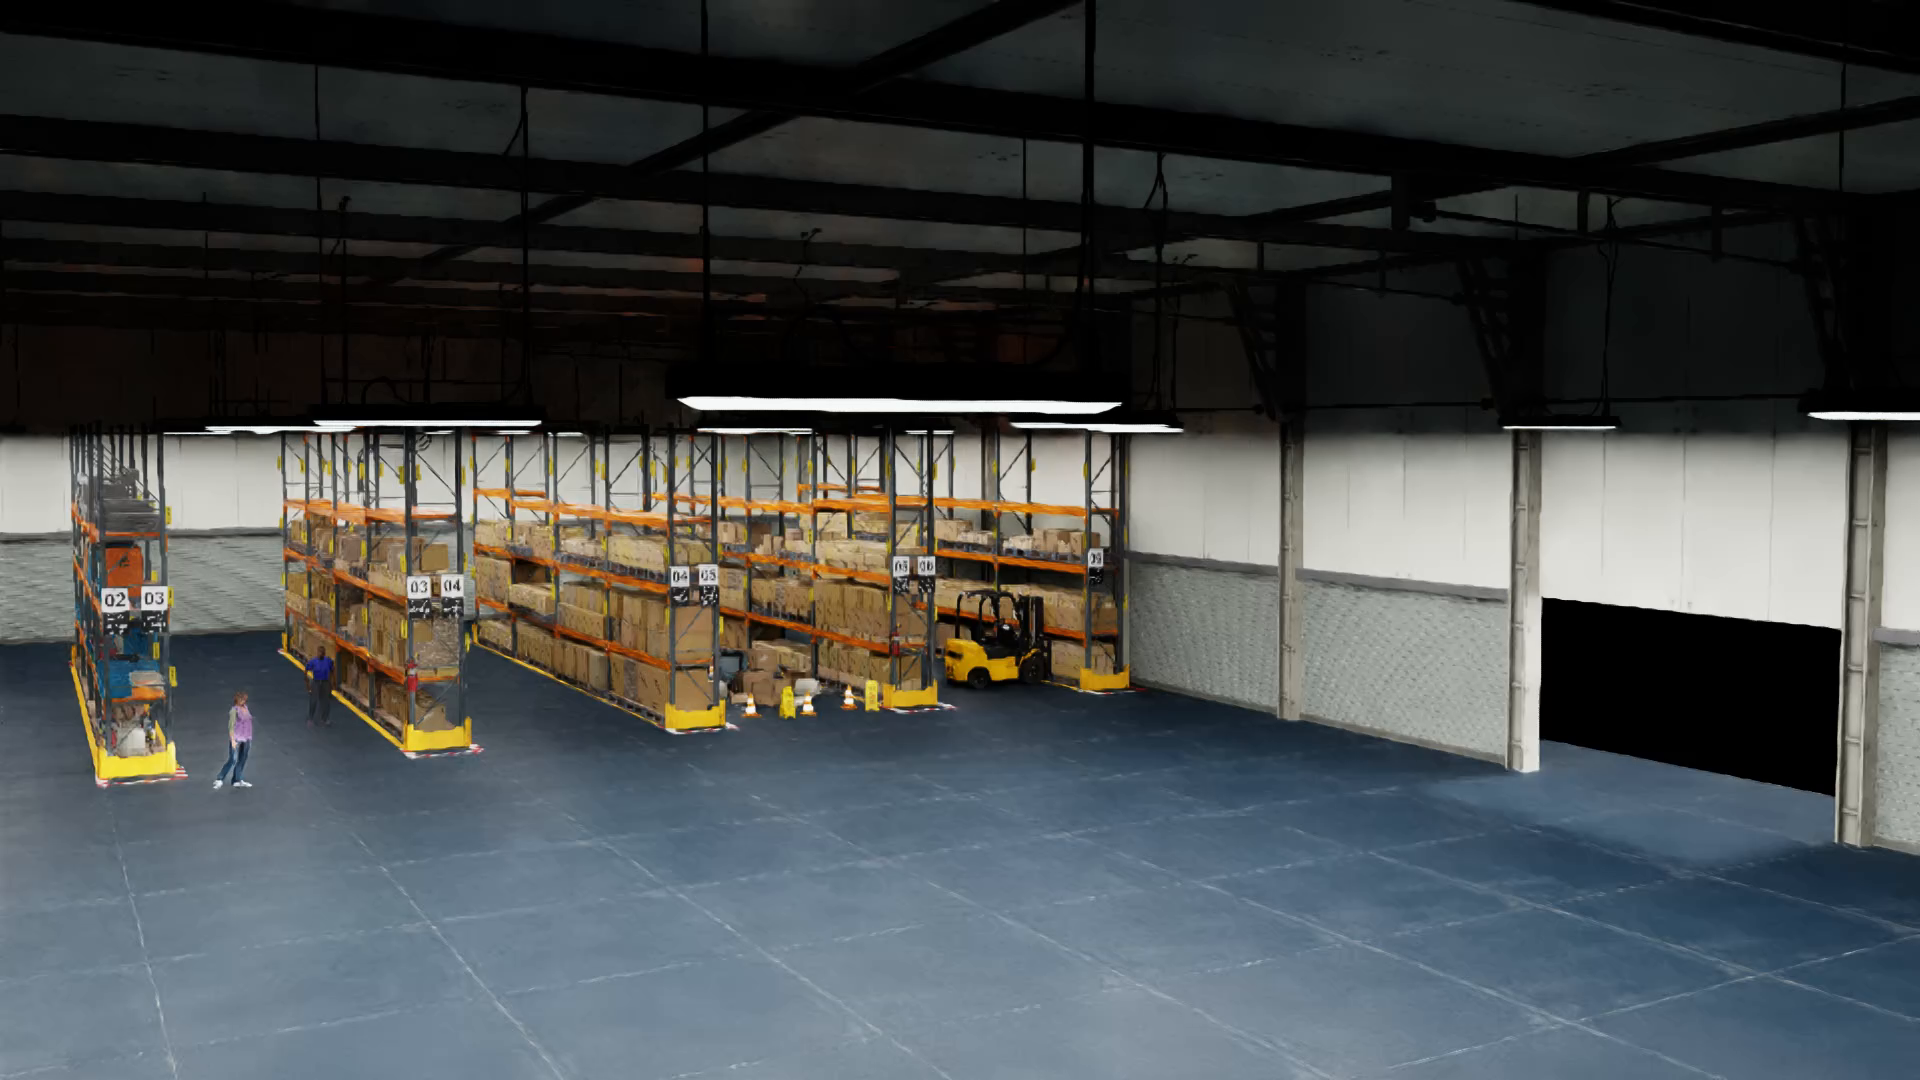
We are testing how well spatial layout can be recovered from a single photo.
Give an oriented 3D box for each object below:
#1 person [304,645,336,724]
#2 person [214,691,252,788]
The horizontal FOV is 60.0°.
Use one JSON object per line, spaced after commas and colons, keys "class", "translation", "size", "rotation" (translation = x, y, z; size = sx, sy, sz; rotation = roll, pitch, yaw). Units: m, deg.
{"class": "person", "translation": [-12.742, 2.882, 33.117], "size": [0.592, 1.604, 0.513], "rotation": [-2, 4, -31]}
{"class": "person", "translation": [-11.828, 3.259, 27.029], "size": [0.472, 1.588, 0.589], "rotation": [1, 4, 15]}
